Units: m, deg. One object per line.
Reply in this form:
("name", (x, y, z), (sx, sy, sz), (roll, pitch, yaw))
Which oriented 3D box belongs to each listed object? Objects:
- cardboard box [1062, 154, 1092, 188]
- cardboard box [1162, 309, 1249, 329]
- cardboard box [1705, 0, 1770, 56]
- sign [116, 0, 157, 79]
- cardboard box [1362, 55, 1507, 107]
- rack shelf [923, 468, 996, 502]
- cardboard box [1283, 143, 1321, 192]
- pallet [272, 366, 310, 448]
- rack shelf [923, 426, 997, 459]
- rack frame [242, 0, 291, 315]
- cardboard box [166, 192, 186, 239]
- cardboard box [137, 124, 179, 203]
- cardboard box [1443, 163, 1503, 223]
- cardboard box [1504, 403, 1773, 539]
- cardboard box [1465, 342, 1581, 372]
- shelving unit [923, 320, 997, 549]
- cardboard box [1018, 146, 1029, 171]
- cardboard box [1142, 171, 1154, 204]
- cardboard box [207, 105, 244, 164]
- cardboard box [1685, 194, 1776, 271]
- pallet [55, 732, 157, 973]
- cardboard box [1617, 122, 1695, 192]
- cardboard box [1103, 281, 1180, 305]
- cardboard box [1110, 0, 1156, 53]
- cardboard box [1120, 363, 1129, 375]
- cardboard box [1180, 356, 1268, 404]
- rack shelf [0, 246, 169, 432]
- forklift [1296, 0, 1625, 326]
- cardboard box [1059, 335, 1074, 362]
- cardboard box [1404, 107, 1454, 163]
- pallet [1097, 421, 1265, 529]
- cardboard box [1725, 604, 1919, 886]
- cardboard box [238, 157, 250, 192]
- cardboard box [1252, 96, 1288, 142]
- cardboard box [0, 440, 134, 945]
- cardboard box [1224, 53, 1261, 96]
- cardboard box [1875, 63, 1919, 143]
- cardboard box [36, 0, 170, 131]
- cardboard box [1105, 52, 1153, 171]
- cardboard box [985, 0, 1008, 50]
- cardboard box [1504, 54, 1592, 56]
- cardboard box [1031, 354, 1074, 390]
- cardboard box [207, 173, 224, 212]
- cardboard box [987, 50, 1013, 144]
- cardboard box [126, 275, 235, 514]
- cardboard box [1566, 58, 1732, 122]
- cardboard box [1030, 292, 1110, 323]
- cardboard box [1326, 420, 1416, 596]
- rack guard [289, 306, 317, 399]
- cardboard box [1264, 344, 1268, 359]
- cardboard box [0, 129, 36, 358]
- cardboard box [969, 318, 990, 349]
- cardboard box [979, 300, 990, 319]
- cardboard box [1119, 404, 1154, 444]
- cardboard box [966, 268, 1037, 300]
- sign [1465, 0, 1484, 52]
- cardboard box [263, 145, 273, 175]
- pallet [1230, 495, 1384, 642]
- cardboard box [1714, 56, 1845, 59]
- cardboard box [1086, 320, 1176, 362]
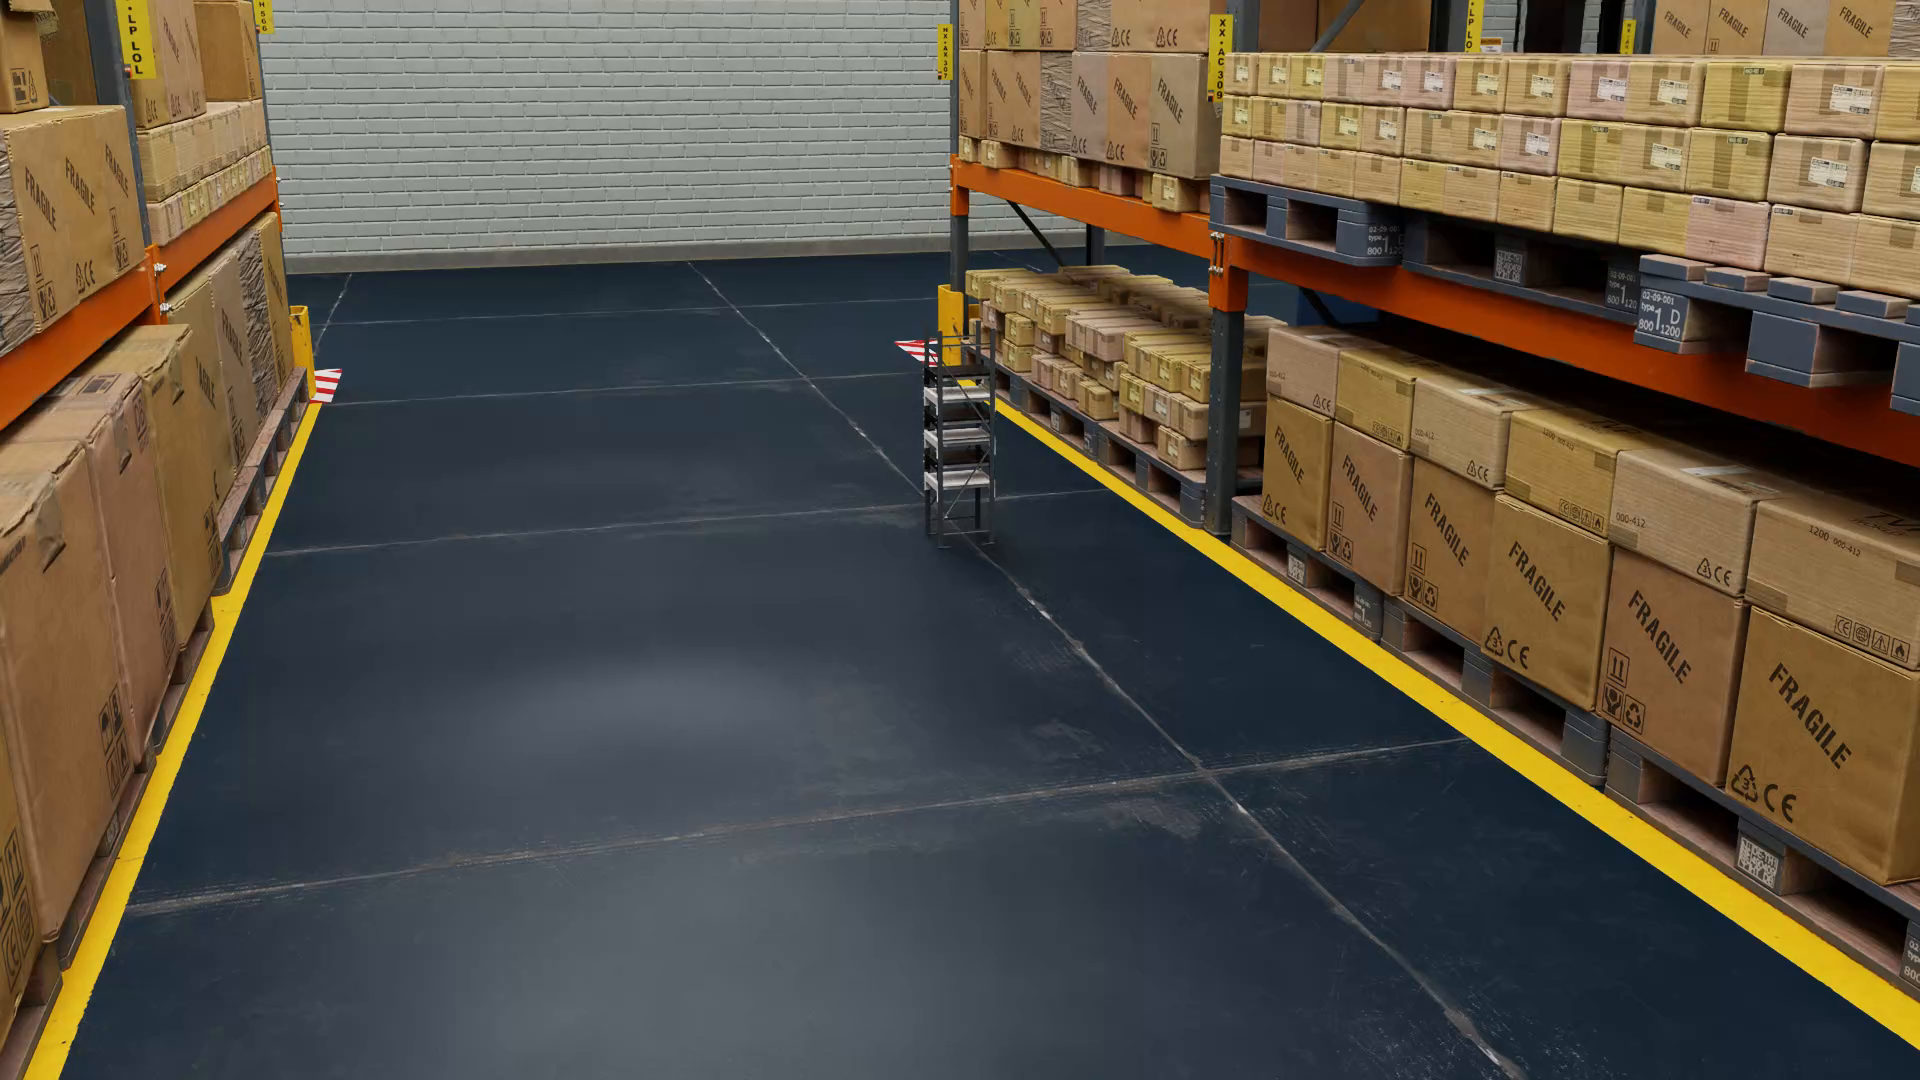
("cardboard box", (0.731, -1.869, 8.395), (0.380, 0.149, 0.250), (-4, 17, -14))
("cardboard box", (1.263, -1.097, 8.581), (0.380, 0.149, 0.250), (-5, 18, -18))
("cardboard box", (5.173, -3.256, 10.667), (0.500, 0.500, 0.500), (-5, 17, -17))
("sign", (-2.744, -1.700, 5.521), (0.100, 0.325, 0.005), (-5, 17, -15))
("cardboard box", (1.487, -1.434, 5.186), (0.380, 0.149, 0.250), (-5, 17, -16))
("rack shelf", (-0.002, -0.229, 6.891), (0.258, 0.077, 0.200), (-5, 17, -15))
("cardboard box", (1.346, -1.291, 5.744), (0.380, 0.149, 0.250), (-5, 17, -15))
("pallet", (-4.067, -0.693, 8.894), (1.003, 0.211, 1.213), (-5, 17, -15))
("rack shelf", (-0.002, -0.401, 6.840), (0.258, 0.077, 0.200), (-5, 17, -15))
("rack frame", (-4.362, -2.244, 9.208), (1.000, 3.000, 0.127), (-5, 17, -15))
("cardboard box", (-3.097, -1.198, 6.163), (0.380, 0.149, 0.250), (-5, 18, -17))
("cardboard box", (-3.140, -1.359, 6.005), (0.500, 0.250, 0.500), (-5, 17, -16))
("cardboard box", (1.630, -1.006, 4.795), (0.380, 0.149, 0.250), (-6, 18, -18))
("cardboard box", (1.919, -0.207, 4.740), (0.500, 0.250, 0.500), (-4, 17, -14))
("cardboard box", (2.110, -0.535, 5.832), (0.500, 0.250, 0.500), (-4, 17, -13))
("shelving unit", (-0.002, -0.433, 6.830), (0.258, 0.900, 0.210), (-5, 17, -15))
("cardboard box", (0.544, -2.166, 9.384), (0.380, 0.149, 0.250), (-4, 17, -13))
("cardboard box", (1.039, -1.583, 7.445), (0.380, 0.149, 0.250), (-4, 17, -13))
("cardboard box", (-3.695, -1.920, 7.875), (0.500, 0.250, 0.500), (-5, 18, -17))
("cardboard box", (1.918, -0.716, 3.829), (0.380, 0.149, 0.250), (-4, 17, -14))
("pallet", (-2.640, 0.744, 4.110), (1.003, 0.211, 1.213), (-5, 17, -15))
("cardboard box", (1.841, -0.935, 4.039), (0.380, 0.149, 0.250), (-5, 17, -15))
("cardboard box", (1.041, -1.390, 9.557), (0.380, 0.149, 0.250), (-5, 18, -17))
("cardboard box", (0.997, -2.422, 7.372), (0.500, 0.500, 0.500), (-5, 18, -17))
("cardboard box", (0.990, -0.766, 7.995), (0.380, 0.149, 0.250), (-5, 17, -15))
("cardboard box", (1.186, -0.700, 7.260), (0.380, 0.149, 0.250), (-4, 17, -14))
("rack shelf", (-2.713, -0.240, 3.787), (1.077, 0.370, 4.000), (-5, 17, -15))
("forklift", (2.758, -1.835, 7.966), (1.130, 2.935, 3.031), (-4, 17, -14))
("cardboard box", (0.750, -1.063, 8.985), (0.380, 0.149, 0.250), (-4, 17, -12))
("cardboard box", (1.565, -1.217, 4.979), (0.380, 0.149, 0.250), (-5, 17, -16))
("pallet", (1.315, -0.349, 7.747), (1.003, 0.211, 1.213), (-5, 17, -15))
("cardboard box", (2.201, 0.439, 3.890), (0.500, 0.500, 0.500), (-5, 17, -16))
("cardboard box", (-3.666, -1.769, 8.063), (0.380, 0.149, 0.250), (-5, 17, -16))
("cardboard box", (1.273, -1.508, 5.948), (0.380, 0.149, 0.250), (-5, 17, -16))
("cardboard box", (-2.571, 0.346, 3.550), (1.225, 0.875, 0.875), (-5, 17, -15))
("cardboard box", (1.200, -1.722, 6.143), (0.380, 0.149, 0.250), (-4, 17, -12))
("cardboard box", (2.057, -0.860, 3.275), (0.380, 0.149, 0.250), (-5, 18, -17))
("cardboard box", (-3.149, -1.720, 5.904), (0.500, 0.500, 0.500), (-5, 17, -15))
("cardboard box", (0.988, -1.947, 7.529), (0.500, 0.500, 0.500), (-5, 17, -17))
("cardboard box", (0.447, -2.993, 9.273), (0.500, 0.500, 0.500), (-4, 17, -14))
("cardboard box", (2.048, -1.553, 5.582), (0.380, 0.149, 0.250), (-5, 17, -15))
("cardboard box", (0.608, -0.921, 9.031), (0.380, 0.149, 0.250), (-6, 18, -18))
("cardboard box", (-3.381, -1.484, 7.114), (0.380, 0.149, 0.250), (-4, 17, -15))
("cardboard box", (0.464, -2.506, 9.391), (0.500, 0.500, 0.500), (-5, 17, -15))
("cardboard box", (-3.368, -0.510, 6.399), (0.875, 0.875, 0.875), (-5, 17, -15))
("cardboard box", (1.781, -1.143, 4.216), (0.380, 0.149, 0.250), (-5, 17, -15))
("cardboard box", (0.604, -1.271, 9.160), (0.380, 0.149, 0.250), (-4, 17, -13))
("cardboard box", (1.629, -0.134, 5.799), (0.500, 0.500, 0.500), (-4, 17, -13))
("rack guard", (-4.369, -1.053, 9.590), (1.175, 0.500, 0.348), (-5, 17, -15))
("cardboard box", (1.620, -0.815, 7.642), (0.380, 0.149, 0.250), (-4, 17, -13))
("cardboard box", (-2.459, -0.657, 3.752), (0.500, 0.500, 0.500), (-5, 17, -15))
("cardboard box", (0.271, -1.274, 10.204), (0.380, 0.149, 0.250), (-4, 17, -14))
("cardboard box", (0.332, -1.421, 10.177), (0.380, 0.149, 0.250), (-4, 17, -13))
("cardboard box", (0.973, -0.565, 7.846), (0.380, 0.149, 0.250), (-5, 18, -17))
("cardboard box", (0.252, -1.557, 10.113), (0.380, 0.149, 0.250), (-6, 18, -18))
("sign", (2.066, -2.101, 6.720), (0.100, 0.325, 0.005), (-5, 17, -15))
("cardboard box", (-3.948, -2.051, 9.003), (0.380, 0.149, 0.250), (-4, 17, -14))
("pallet", (1.749, 0.049, 6.422), (1.003, 0.211, 1.213), (-5, 17, -15))
("cardboard box", (2.330, -1.268, 4.630), (0.380, 0.149, 0.250), (-4, 17, -14))
("cardboard box", (0.842, -0.982, 8.197), (0.380, 0.149, 0.250), (-6, 18, -18))
